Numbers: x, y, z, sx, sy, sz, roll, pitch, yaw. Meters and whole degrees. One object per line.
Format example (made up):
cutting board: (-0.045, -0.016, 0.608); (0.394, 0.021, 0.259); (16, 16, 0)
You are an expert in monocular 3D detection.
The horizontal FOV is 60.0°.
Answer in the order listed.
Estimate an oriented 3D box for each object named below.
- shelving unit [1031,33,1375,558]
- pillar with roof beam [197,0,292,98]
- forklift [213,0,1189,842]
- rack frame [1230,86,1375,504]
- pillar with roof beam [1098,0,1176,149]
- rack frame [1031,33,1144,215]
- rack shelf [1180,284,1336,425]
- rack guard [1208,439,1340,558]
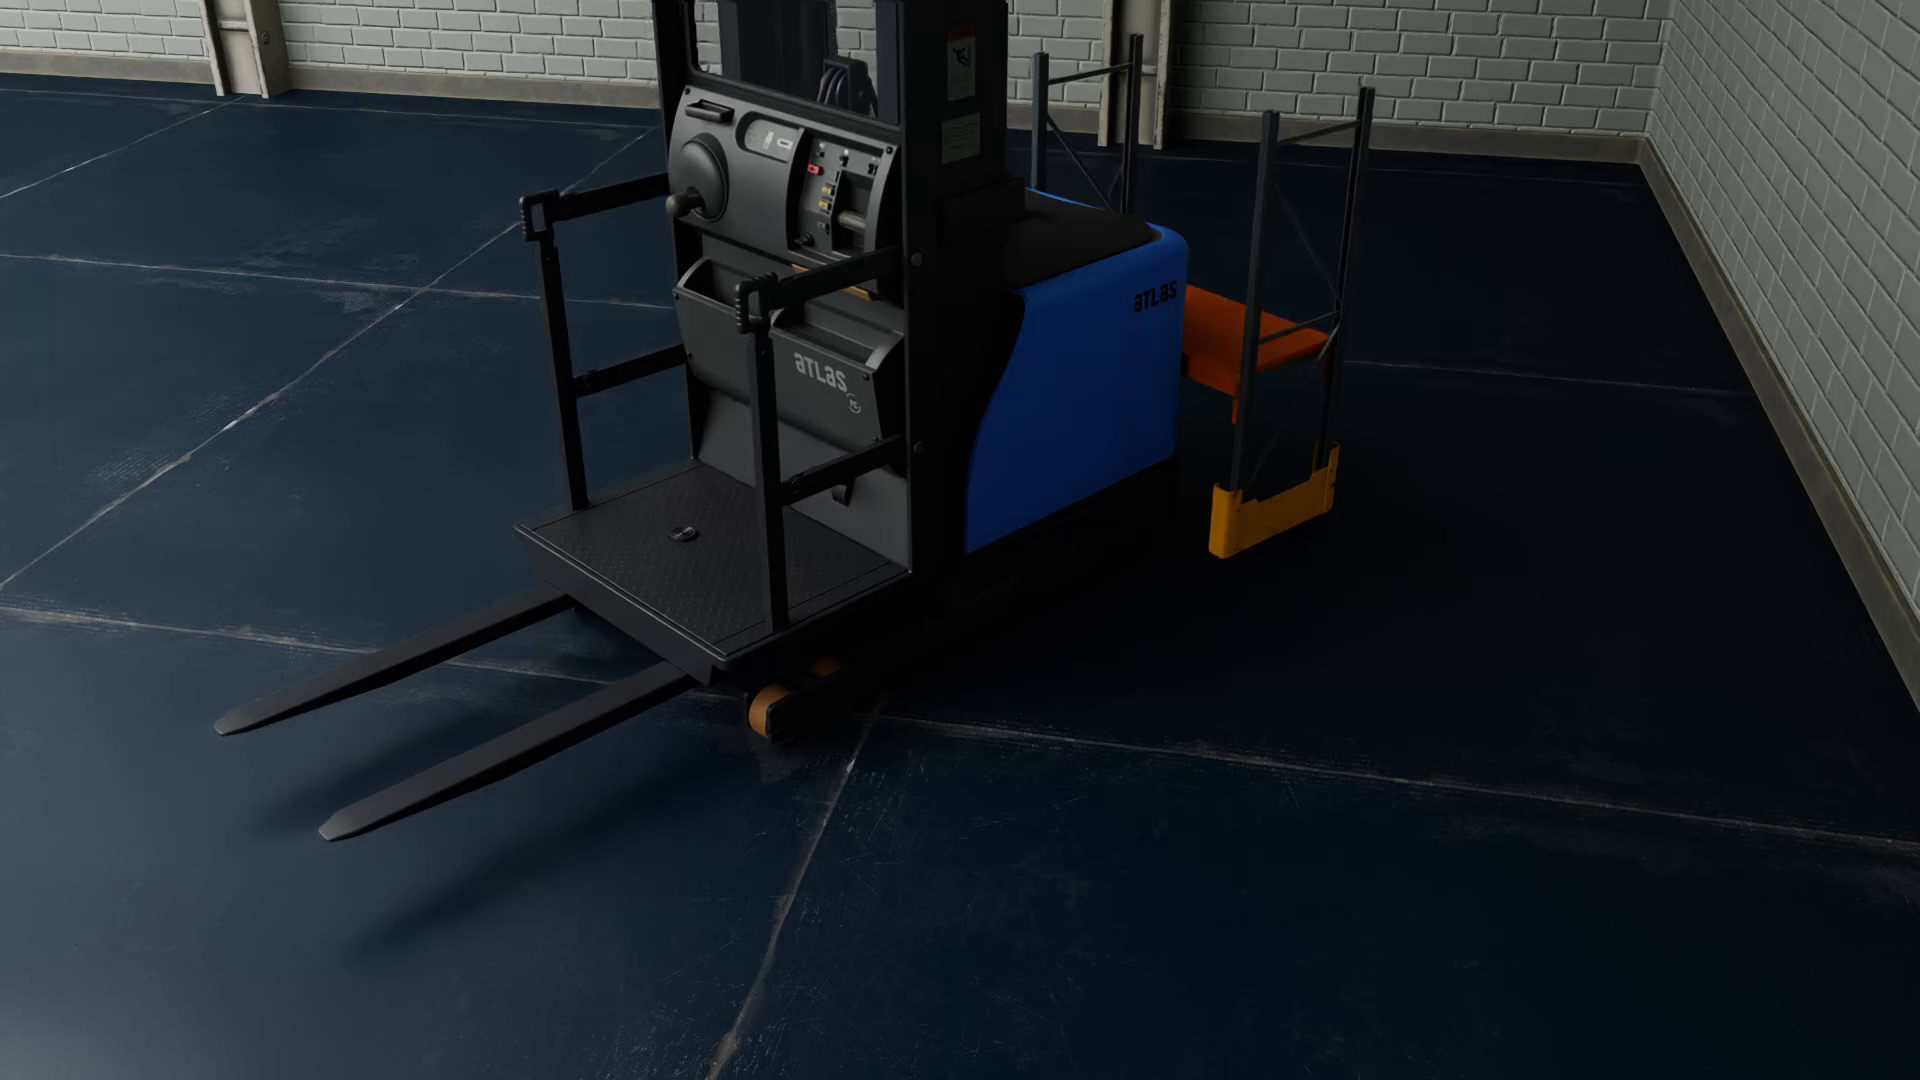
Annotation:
shelving unit: (0.771, -0.881, 5.797); (0.587, 1.500, 1.083); (-22, 36, -34)
pillar with roof beam: (-5.700, -4.984, 5.483); (0.400, 9.000, 9.100); (6, 29, 11)
forklift: (-0.659, -0.993, 4.512); (3.031, 2.935, 1.130); (-25, 37, -38)
rack frame: (1.104, -0.690, 5.449); (0.500, 1.500, 0.032); (-22, 36, -34)
pillar with roof beam: (0.168, -4.383, 4.384); (0.400, 9.000, 9.100); (6, 29, 11)
rack frame: (0.451, -1.064, 6.133); (0.500, 1.500, 0.032); (-22, 36, -34)
rack shelf: (0.777, -0.720, 5.877); (0.538, 0.185, 1.000); (-22, 36, -34)
rack guard: (1.091, -0.149, 5.762); (0.587, 0.250, 0.087); (-22, 36, -34)
